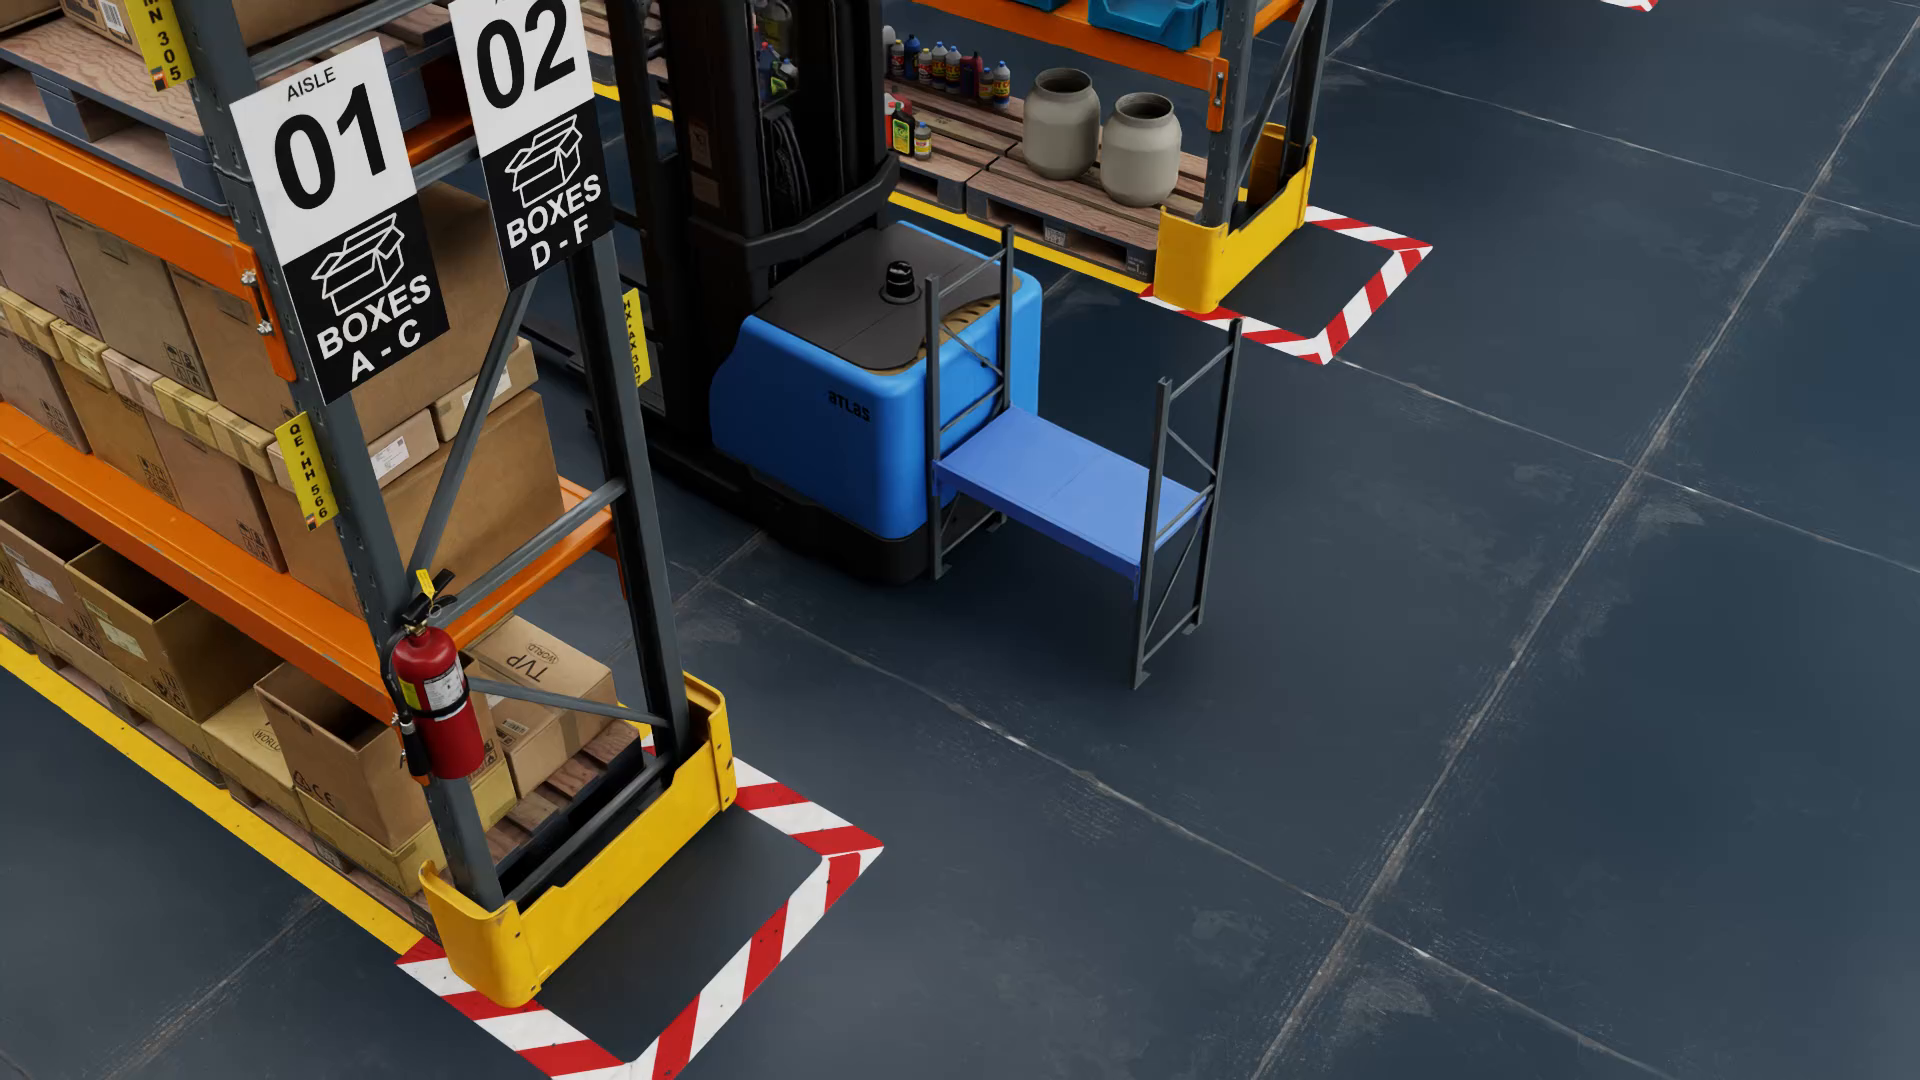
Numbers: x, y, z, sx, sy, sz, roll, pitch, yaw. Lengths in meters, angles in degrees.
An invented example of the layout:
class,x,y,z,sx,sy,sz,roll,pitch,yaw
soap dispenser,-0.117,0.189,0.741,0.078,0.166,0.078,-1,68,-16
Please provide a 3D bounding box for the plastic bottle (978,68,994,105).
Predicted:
class,x,y,z,sx,sy,sz,roll,pitch,yaw
plastic bottle,0.157,-2.669,9.751,0.097,0.201,0.097,0,42,0

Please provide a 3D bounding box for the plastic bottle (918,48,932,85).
class,x,y,z,sx,sy,sz,roll,pitch,yaw
plastic bottle,-0.202,-2.836,9.939,0.097,0.201,0.097,0,42,0

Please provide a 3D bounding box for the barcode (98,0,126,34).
class,x,y,z,sx,sy,sz,roll,pitch,yaw
barcode,-1.824,-1.127,3.575,0.075,0.075,0.001,25,48,25

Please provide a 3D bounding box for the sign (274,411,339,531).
class,x,y,z,sx,sy,sz,roll,pitch,yaw
sign,-1.623,-0.169,4.144,0.005,0.325,0.100,25,48,25

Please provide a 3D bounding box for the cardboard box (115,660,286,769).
class,x,y,z,sx,sy,sz,roll,pitch,yaw
cardboard box,-2.735,0.508,6.180,0.500,0.250,0.500,25,48,25

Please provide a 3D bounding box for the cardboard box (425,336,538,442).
class,x,y,z,sx,sy,sz,roll,pitch,yaw
cardboard box,-1.497,-0.487,4.984,0.250,0.149,0.380,25,47,25

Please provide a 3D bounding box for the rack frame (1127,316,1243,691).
class,x,y,z,sx,sy,sz,roll,pitch,yaw
rack frame,0.833,-0.097,6.233,0.032,1.500,0.500,28,49,28

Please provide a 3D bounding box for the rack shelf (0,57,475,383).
class,x,y,z,sx,sy,sz,roll,pitch,yaw
rack shelf,-2.937,-1.556,5.030,4.000,0.370,1.077,25,48,25

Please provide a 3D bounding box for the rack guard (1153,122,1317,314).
class,x,y,z,sx,sy,sz,roll,pitch,yaw
rack guard,1.458,-1.715,8.792,0.348,0.500,1.175,25,48,25

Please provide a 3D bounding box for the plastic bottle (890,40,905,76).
class,x,y,z,sx,sy,sz,roll,pitch,yaw
plastic bottle,-0.370,-2.915,10.027,0.097,0.201,0.097,0,42,0

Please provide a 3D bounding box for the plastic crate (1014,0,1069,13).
class,x,y,z,sx,sy,sz,roll,pitch,yaw
plastic crate,0.438,-2.868,8.317,0.408,0.251,0.499,25,48,25

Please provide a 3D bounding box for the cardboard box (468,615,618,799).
class,x,y,z,sx,sy,sz,roll,pitch,yaw
cardboard box,-1.611,0.601,6.076,0.500,0.250,0.500,25,48,25

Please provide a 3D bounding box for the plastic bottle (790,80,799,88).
class,x,y,z,sx,sy,sz,roll,pitch,yaw
plastic bottle,-0.932,-2.567,9.638,0.097,0.201,0.097,0,42,0

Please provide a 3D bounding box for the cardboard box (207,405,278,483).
class,x,y,z,sx,sy,sz,roll,pitch,yaw
cardboard box,-1.937,-0.361,4.843,0.250,0.149,0.380,26,48,26

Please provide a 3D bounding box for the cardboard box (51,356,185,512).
class,x,y,z,sx,sy,sz,roll,pitch,yaw
cardboard box,-2.510,-0.555,5.546,0.500,0.500,0.700,25,48,26

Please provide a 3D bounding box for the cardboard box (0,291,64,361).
class,x,y,z,sx,sy,sz,roll,pitch,yaw
cardboard box,-2.783,-0.757,5.285,0.250,0.149,0.380,26,48,26

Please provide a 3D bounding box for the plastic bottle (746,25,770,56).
class,x,y,z,sx,sy,sz,roll,pitch,yaw
plastic bottle,-1.222,-2.895,9.892,0.185,0.351,0.144,25,48,25

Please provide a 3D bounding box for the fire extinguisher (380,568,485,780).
class,x,y,z,sx,sy,sz,roll,pitch,yaw
fire extinguisher,-1.470,0.387,4.626,0.183,0.674,0.296,25,48,25

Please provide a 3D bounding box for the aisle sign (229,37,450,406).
class,x,y,z,sx,sy,sz,roll,pitch,yaw
aisle sign,-1.415,-0.724,3.860,0.004,0.787,0.394,25,48,25

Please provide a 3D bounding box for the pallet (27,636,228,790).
class,x,y,z,sx,sy,sz,roll,pitch,yaw
pallet,-2.945,0.361,6.688,1.213,0.211,1.003,25,48,25

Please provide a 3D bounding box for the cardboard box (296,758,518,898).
class,x,y,z,sx,sy,sz,roll,pitch,yaw
cardboard box,-1.908,0.884,5.760,0.500,0.250,0.500,25,48,25

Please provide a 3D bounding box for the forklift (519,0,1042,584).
class,x,y,z,sx,sy,sz,roll,pitch,yaw
forklift,-1.111,-1.729,6.985,3.031,2.935,1.130,28,49,28

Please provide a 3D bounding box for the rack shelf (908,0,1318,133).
class,x,y,z,sx,sy,sz,roll,pitch,yaw
rack shelf,-0.090,-3.141,9.050,4.000,0.370,1.077,25,48,25

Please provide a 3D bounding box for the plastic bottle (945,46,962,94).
class,x,y,z,sx,sy,sz,roll,pitch,yaw
plastic bottle,-0.039,-2.786,9.830,0.097,0.271,0.097,0,42,0

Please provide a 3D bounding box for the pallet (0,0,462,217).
class,x,y,z,sx,sy,sz,roll,pitch,yaw
pallet,-1.864,-1.310,4.282,1.213,0.211,1.003,25,48,25

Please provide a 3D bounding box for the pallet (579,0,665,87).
class,x,y,z,sx,sy,sz,roll,pitch,yaw
pallet,-2.393,-3.415,10.909,1.213,0.211,1.003,25,48,25

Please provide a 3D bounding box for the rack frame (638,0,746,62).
class,x,y,z,sx,sy,sz,roll,pitch,yaw
rack frame,-1.727,-4.175,9.666,0.127,3.000,1.000,25,48,25

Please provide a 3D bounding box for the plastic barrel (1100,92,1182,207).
class,x,y,z,sx,sy,sz,roll,pitch,yaw
plastic barrel,0.965,-2.083,8.879,0.421,0.512,0.421,0,42,0

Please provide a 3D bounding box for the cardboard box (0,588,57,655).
class,x,y,z,sx,sy,sz,roll,pitch,yaw
cardboard box,-3.556,0.128,6.605,0.500,0.250,0.500,25,48,25

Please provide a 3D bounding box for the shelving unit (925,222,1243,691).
class,x,y,z,sx,sy,sz,roll,pitch,yaw
shelving unit,0.436,-0.309,6.470,1.048,1.500,0.538,28,49,28

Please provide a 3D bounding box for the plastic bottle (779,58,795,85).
class,x,y,z,sx,sy,sz,roll,pitch,yaw
plastic bottle,-1.008,-2.678,9.710,0.097,0.271,0.097,0,42,0

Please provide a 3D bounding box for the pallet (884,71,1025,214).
class,x,y,z,sx,sy,sz,roll,pitch,yaw
pallet,-0.198,-2.389,9.762,1.213,0.211,1.003,25,48,25

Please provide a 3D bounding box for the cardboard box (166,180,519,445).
class,x,y,z,sx,sy,sz,roll,pitch,yaw
cardboard box,-1.718,-0.667,4.698,0.500,0.500,0.700,25,48,25

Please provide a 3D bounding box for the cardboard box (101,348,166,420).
class,x,y,z,sx,sy,sz,roll,pitch,yaw
cardboard box,-2.351,-0.557,5.061,0.250,0.149,0.380,26,48,26

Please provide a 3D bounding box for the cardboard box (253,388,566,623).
class,x,y,z,sx,sy,sz,roll,pitch,yaw
cardboard box,-1.675,-0.164,5.108,0.500,0.500,0.700,25,48,25

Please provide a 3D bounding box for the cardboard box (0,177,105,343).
class,x,y,z,sx,sy,sz,roll,pitch,yaw
cardboard box,-2.565,-1.058,5.135,0.500,0.500,0.700,25,48,25

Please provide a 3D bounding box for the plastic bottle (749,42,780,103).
class,x,y,z,sx,sy,sz,roll,pitch,yaw
plastic bottle,-1.150,-2.744,9.724,0.185,0.351,0.144,23,47,24

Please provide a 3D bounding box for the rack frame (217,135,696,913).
class,x,y,z,sx,sy,sz,roll,pitch,yaw
rack frame,-1.300,0.059,4.934,0.127,3.000,1.000,25,48,25

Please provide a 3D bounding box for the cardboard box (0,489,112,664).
class,x,y,z,sx,sy,sz,roll,pitch,yaw
cardboard box,-3.145,0.038,6.143,0.500,0.500,0.500,25,48,25

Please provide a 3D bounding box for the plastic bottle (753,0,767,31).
class,x,y,z,sx,sy,sz,roll,pitch,yaw
plastic bottle,-1.251,-3.327,10.488,0.097,0.201,0.097,0,42,0

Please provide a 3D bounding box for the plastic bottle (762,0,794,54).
class,x,y,z,sx,sy,sz,roll,pitch,yaw
plastic bottle,-1.117,-3.184,10.215,0.185,0.351,0.144,25,48,25

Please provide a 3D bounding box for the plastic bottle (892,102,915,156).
class,x,y,z,sx,sy,sz,roll,pitch,yaw
plastic bottle,-0.314,-2.294,9.271,0.133,0.283,0.061,26,48,26

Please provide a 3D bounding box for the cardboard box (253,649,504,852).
class,x,y,z,sx,sy,sz,roll,pitch,yaw
cardboard box,-1.910,0.605,5.509,0.500,0.500,0.500,25,48,25

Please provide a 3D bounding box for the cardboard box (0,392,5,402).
class,x,y,z,sx,sy,sz,roll,pitch,yaw
cardboard box,-3.364,-0.950,5.988,0.500,0.500,0.700,26,48,26

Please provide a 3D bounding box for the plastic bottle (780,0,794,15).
class,x,y,z,sx,sy,sz,roll,pitch,yaw
plastic bottle,-1.035,-3.262,10.303,0.185,0.351,0.144,24,47,24
